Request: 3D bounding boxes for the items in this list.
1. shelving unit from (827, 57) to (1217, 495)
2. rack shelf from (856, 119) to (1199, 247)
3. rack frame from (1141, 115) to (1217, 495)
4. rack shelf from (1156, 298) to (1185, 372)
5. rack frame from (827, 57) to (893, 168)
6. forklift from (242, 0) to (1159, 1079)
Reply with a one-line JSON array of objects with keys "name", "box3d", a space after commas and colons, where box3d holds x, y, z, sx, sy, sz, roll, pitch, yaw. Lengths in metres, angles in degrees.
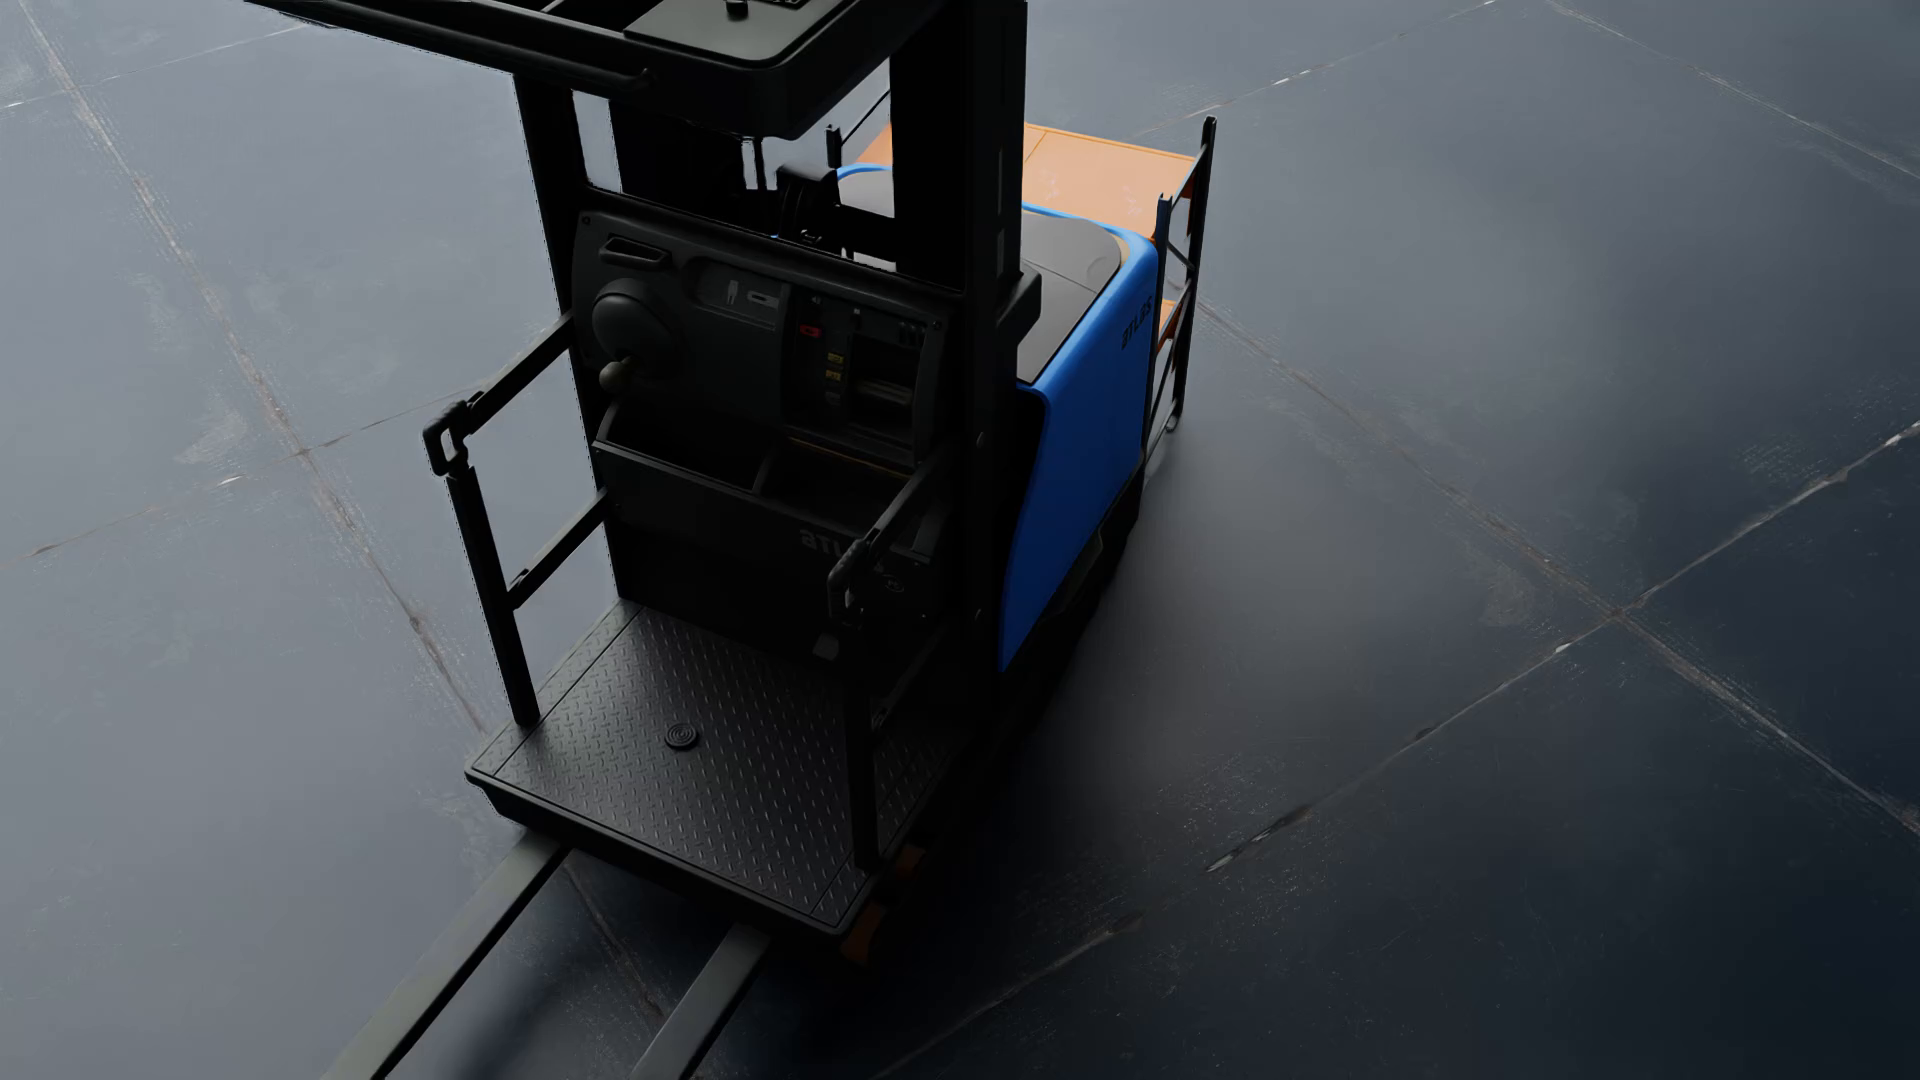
[{"name": "shelving unit", "box3d": [0.186, -0.827, 5.302, 1.048, 1.125, 0.538, 16, 46, 16]}, {"name": "rack shelf", "box3d": [0.186, -1.039, 5.100, 1.000, 0.278, 0.538, 16, 46, 16]}, {"name": "rack frame", "box3d": [0.657, -0.695, 5.163, 0.032, 1.125, 0.500, 16, 46, 16]}, {"name": "rack shelf", "box3d": [0.186, -0.651, 5.471, 1.000, 0.278, 0.538, 16, 46, 16]}, {"name": "rack frame", "box3d": [-0.285, -0.960, 5.441, 0.032, 1.125, 0.500, 16, 46, 16]}, {"name": "forklift", "box3d": [-0.546, -0.357, 3.501, 1.130, 2.935, 3.031, 19, 47, 19]}]
